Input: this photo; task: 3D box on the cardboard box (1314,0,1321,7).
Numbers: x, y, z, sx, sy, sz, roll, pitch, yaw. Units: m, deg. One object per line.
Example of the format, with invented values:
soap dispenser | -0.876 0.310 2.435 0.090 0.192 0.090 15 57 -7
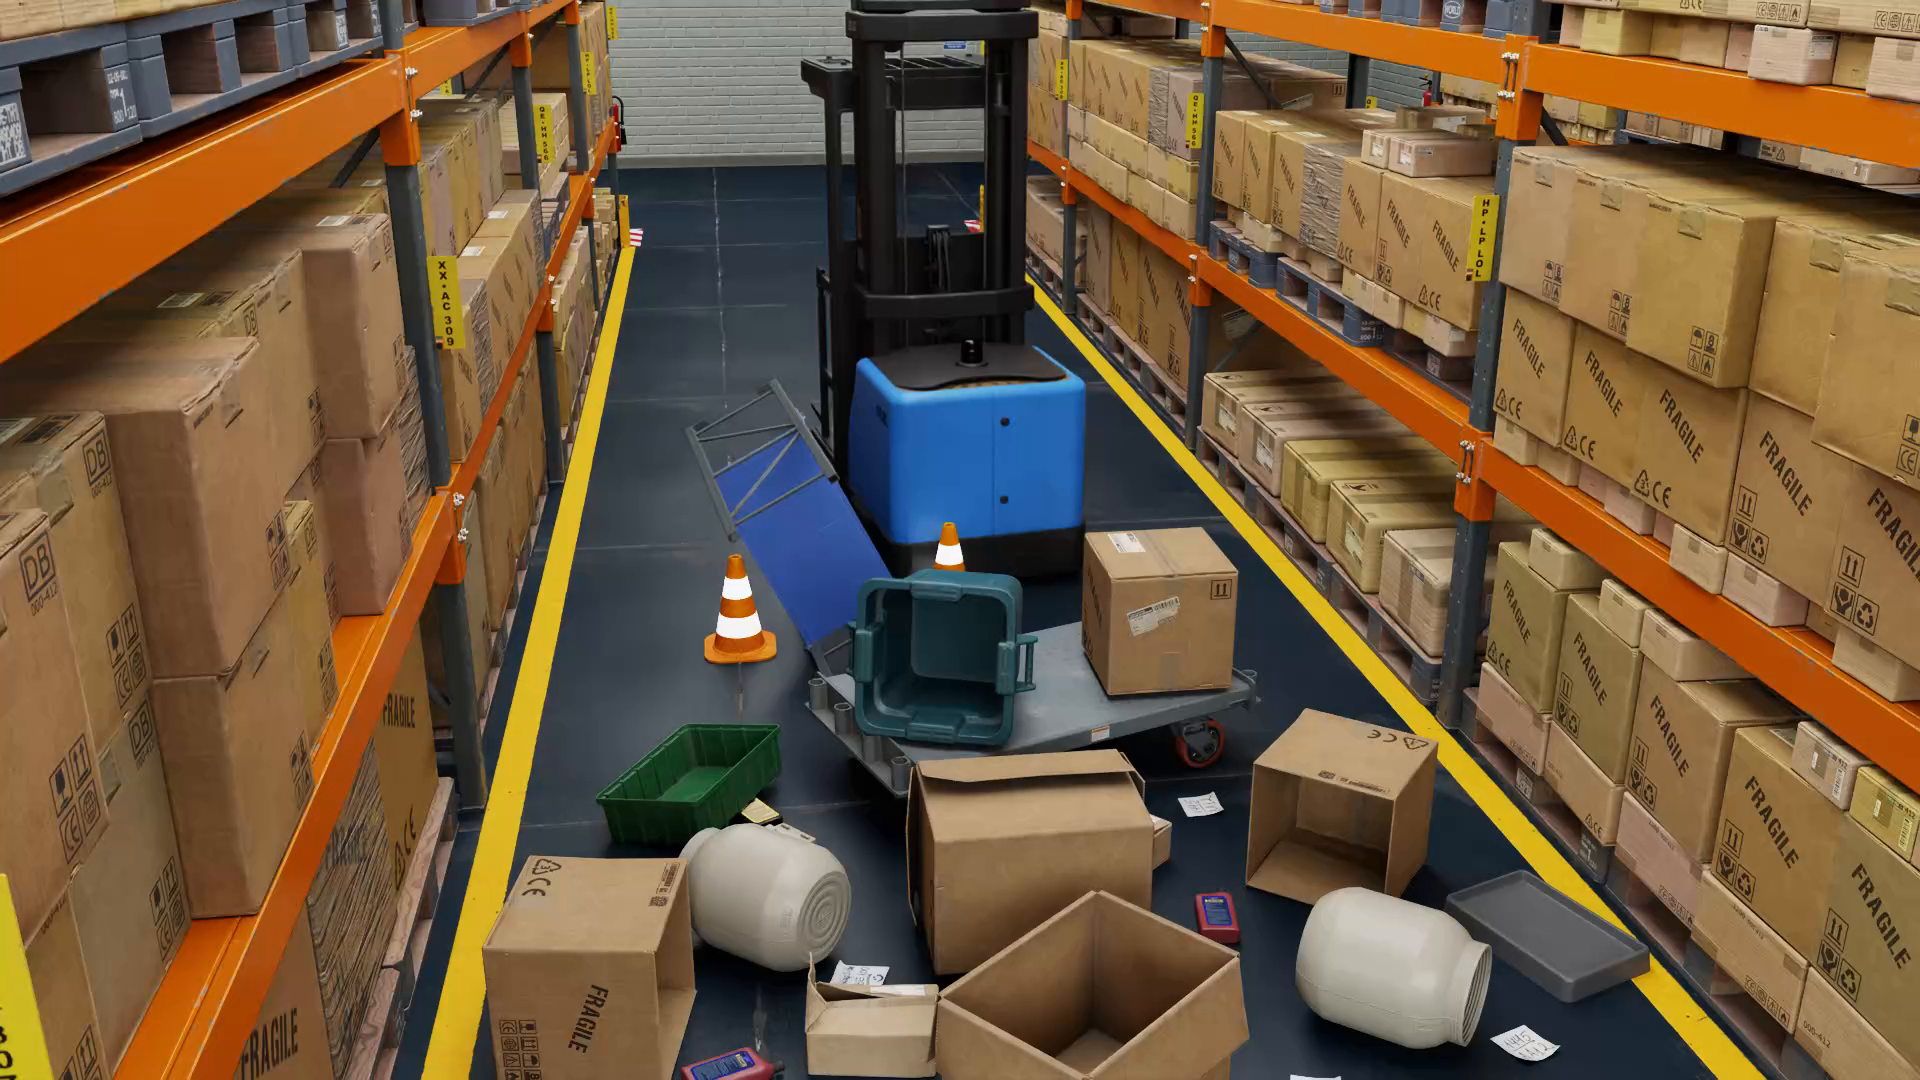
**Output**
cardboard box | 2.218 -2.951 8.395 0.797 0.503 0.637 -3 21 -8

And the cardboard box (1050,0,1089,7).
cardboard box | 1.127 -5.412 16.920 0.380 0.149 0.250 -3 21 -7

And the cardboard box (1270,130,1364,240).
cardboard box | 1.971 -1.876 8.783 0.500 0.500 0.500 -3 21 -7

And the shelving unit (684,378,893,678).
shelving unit | -0.671 0.024 7.457 0.538 1.048 1.500 -30 25 -4

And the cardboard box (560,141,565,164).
cardboard box | -3.165 -2.899 12.451 0.380 0.149 0.250 -3 21 -8

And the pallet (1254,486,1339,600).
pallet | 2.254 -0.026 8.983 1.003 0.211 1.213 -3 21 -8

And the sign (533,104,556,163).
sign | -2.365 -2.311 9.461 0.100 0.325 0.005 -3 21 -8

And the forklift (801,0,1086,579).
forklift | -0.246 -1.609 9.336 1.130 2.935 3.031 -6 21 -15

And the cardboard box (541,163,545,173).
cardboard box | -2.940 -2.495 10.943 0.380 0.149 0.250 -3 21 -8

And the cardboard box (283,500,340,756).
cardboard box | -2.034 0.263 4.010 0.875 0.550 0.500 -3 21 -8

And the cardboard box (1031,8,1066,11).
cardboard box | 0.862 -4.849 15.412 0.380 0.149 0.250 -3 21 -8

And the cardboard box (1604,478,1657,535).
cardboard box | 2.432 -0.133 5.645 0.380 0.149 0.250 -2 21 -6

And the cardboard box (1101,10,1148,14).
cardboard box | 1.488 -4.707 15.033 0.380 0.149 0.250 -4 21 -9

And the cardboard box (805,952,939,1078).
cardboard box | -0.267 1.429 5.012 0.396 0.266 0.258 1 20 2

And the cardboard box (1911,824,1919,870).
cardboard box | 2.630 0.794 4.134 0.380 0.149 0.250 -2 21 -6

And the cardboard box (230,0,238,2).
cardboard box | -1.748 -1.247 3.597 0.380 0.149 0.250 -3 21 -8

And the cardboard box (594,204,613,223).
cardboard box | -3.529 -3.122 15.913 0.380 0.149 0.250 -2 21 -6

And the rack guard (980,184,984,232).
rack guard | 0.813 -3.631 18.224 1.175 0.500 0.348 -3 21 -8

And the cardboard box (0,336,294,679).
cardboard box | -1.893 -0.063 3.339 0.875 0.550 0.550 -3 21 -8

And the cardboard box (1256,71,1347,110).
cardboard box | 2.141 -2.722 10.646 0.500 0.500 0.500 -4 21 -10

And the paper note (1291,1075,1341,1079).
paper note | 1.043 1.614 4.869 0.148 0.019 0.142 4 21 11

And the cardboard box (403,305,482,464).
cardboard box | -2.147 -0.597 6.384 0.500 0.500 0.500 -3 21 -7

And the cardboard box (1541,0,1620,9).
cardboard box | 2.339 -1.947 5.645 0.500 0.250 0.500 -3 21 -9

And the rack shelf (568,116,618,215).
rack shelf | -3.779 -3.480 15.274 1.077 0.370 4.000 -3 21 -8

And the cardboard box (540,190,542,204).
cardboard box | -2.857 -2.170 10.497 0.380 0.149 0.250 -2 21 -5

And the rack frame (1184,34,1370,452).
rack frame | 1.970 -2.024 10.348 1.000 3.000 0.127 -3 21 -8

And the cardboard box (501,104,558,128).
cardboard box | -3.127 -3.079 12.082 0.380 0.149 0.250 -3 21 -8

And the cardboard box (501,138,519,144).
cardboard box | -2.830 -2.360 10.156 0.380 0.149 0.250 -3 21 -9

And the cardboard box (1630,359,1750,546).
cardboard box | 2.489 -0.312 5.196 0.500 0.500 0.500 -3 21 -8

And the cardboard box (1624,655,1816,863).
cardboard box | 2.526 0.683 5.357 0.500 0.500 0.500 -2 21 -5

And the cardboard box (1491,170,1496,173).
cardboard box | 2.690 -1.372 7.435 0.500 0.500 0.500 -3 21 -8

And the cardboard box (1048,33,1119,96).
cardboard box | 1.052 -4.074 14.264 0.500 0.500 0.500 -3 21 -8

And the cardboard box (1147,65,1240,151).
cardboard box | 1.554 -2.882 11.074 0.500 0.500 0.500 -3 21 -7

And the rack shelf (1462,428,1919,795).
rack shelf | 2.835 0.390 4.912 1.077 0.370 4.000 -3 21 -8

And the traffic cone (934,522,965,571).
traffic cone | -0.049 0.141 8.178 0.336 0.463 0.334 -3 21 -8

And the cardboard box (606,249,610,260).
cardboard box | -3.528 -2.753 15.775 0.380 0.149 0.250 -3 21 -7

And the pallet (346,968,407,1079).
pallet | -2.126 1.642 4.517 1.003 0.211 1.213 -3 21 -8

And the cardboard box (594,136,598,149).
cardboard box | -3.446 -3.575 14.859 0.380 0.149 0.250 -2 21 -5

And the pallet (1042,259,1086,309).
pallet | 1.361 -2.370 15.259 1.003 0.211 1.213 -3 21 -8

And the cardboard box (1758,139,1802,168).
cardboard box | 6.463 -3.077 12.418 0.797 0.503 0.637 -3 21 -9

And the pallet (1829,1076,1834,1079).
pallet | 3.030 1.743 4.248 1.003 0.211 1.213 -3 21 -8

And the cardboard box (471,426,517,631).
cardboard box | -2.651 -0.042 7.656 1.050 0.750 0.750 -3 21 -8

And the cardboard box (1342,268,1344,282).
cardboard box | 2.130 -1.333 8.256 0.380 0.149 0.250 -4 21 -10

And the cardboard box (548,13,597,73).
cardboard box | -3.446 -4.302 14.450 0.500 0.500 0.500 -3 21 -7

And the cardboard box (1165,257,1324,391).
cardboard box | 1.952 -1.469 11.298 0.875 0.875 0.875 -3 21 -8

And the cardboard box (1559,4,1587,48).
cardboard box | 2.347 -1.805 5.834 0.380 0.149 0.250 -3 21 -9

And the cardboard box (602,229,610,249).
cardboard box | -3.459 -2.799 15.473 0.380 0.149 0.250 -3 21 -7

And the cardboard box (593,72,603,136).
cardboard box | -3.428 -3.842 14.647 0.500 0.500 0.500 -3 21 -9

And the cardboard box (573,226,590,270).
cardboard box | -3.133 -2.256 12.870 0.500 0.250 0.500 -3 21 -9

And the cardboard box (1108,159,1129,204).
cardboard box | 1.392 -2.642 12.217 0.500 0.250 0.500 -3 21 -9

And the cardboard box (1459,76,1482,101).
cardboard box | 5.600 -4.769 17.488 0.500 0.250 0.500 -3 21 -7

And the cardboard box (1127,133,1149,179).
cardboard box | 1.477 -2.696 11.648 0.500 0.250 0.500 -3 21 -9

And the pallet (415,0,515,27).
pallet | -2.605 -2.449 7.468 1.003 0.211 1.213 -2 21 -5

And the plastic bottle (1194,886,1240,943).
plastic bottle | 0.877 1.279 5.705 0.133 0.061 0.283 1 20 2

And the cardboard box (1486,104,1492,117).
cardboard box | 5.678 -4.443 17.184 0.380 0.149 0.250 -3 21 -7
